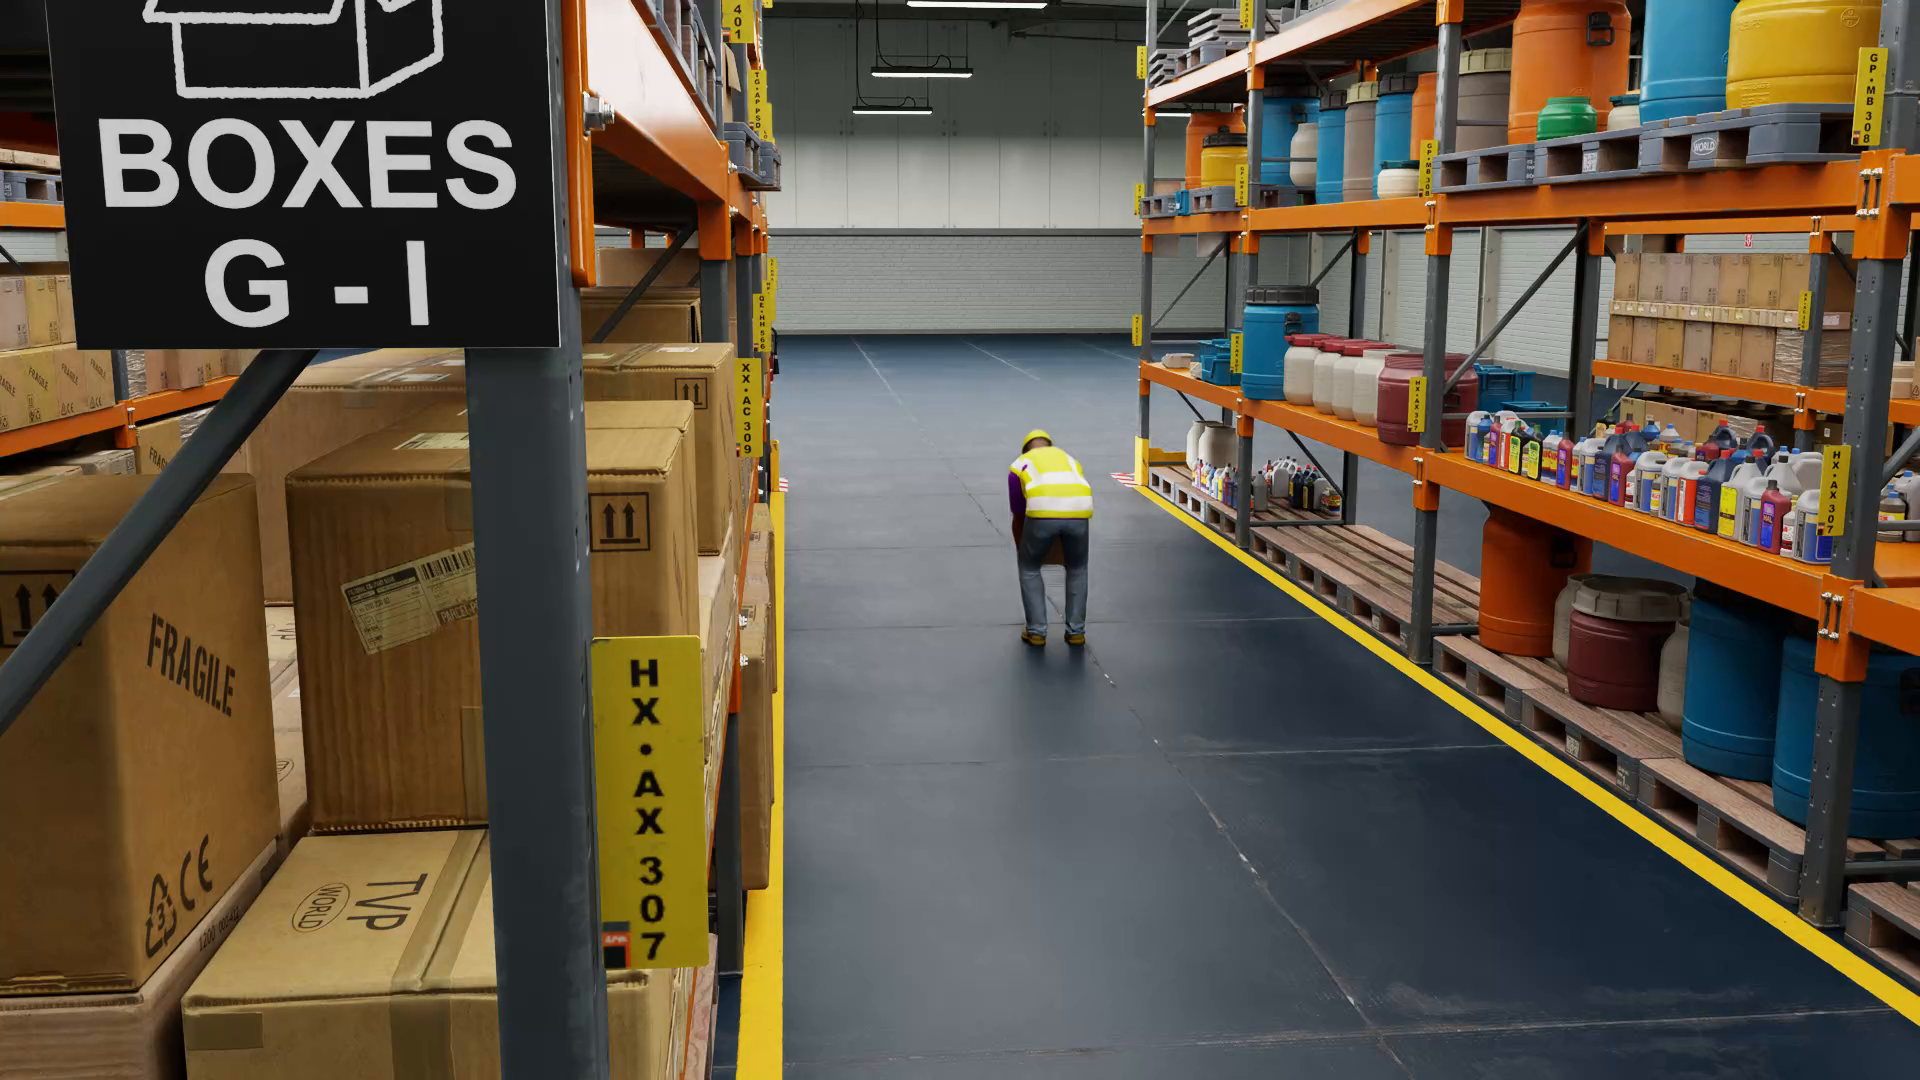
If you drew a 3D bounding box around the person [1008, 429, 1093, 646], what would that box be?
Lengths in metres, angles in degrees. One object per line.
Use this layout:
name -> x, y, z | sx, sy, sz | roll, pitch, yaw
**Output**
person -> 0.566, -0.029, 10.811 | 0.493, 1.311, 0.923 | -1, 10, -8
